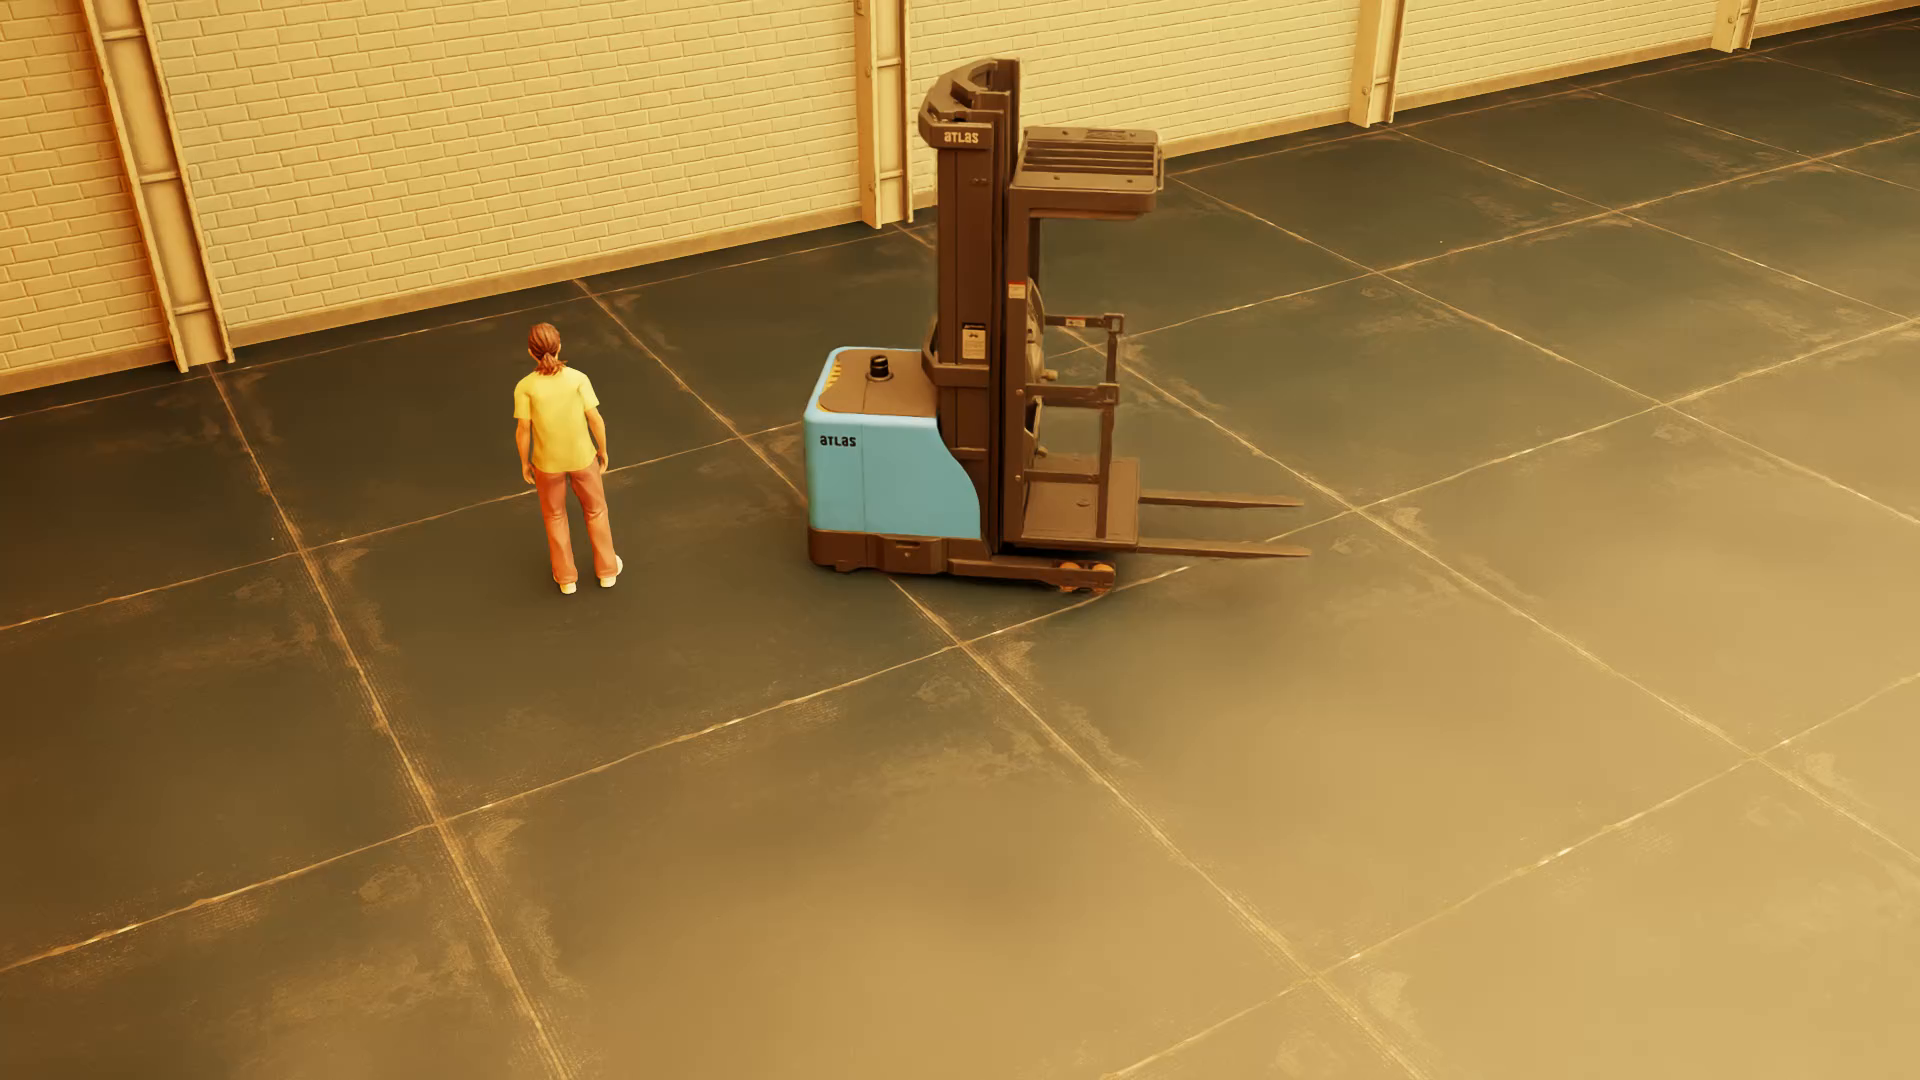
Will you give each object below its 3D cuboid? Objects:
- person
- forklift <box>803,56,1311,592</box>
[{"bbox_3d":[-2.290,-0.462,9.645,0.512,1.671,0.359,-9,32,-14],"label":"person"},{"bbox_3d":[0.624,-1.232,9.705,3.031,2.935,1.130,3,31,5],"label":"forklift"}]
